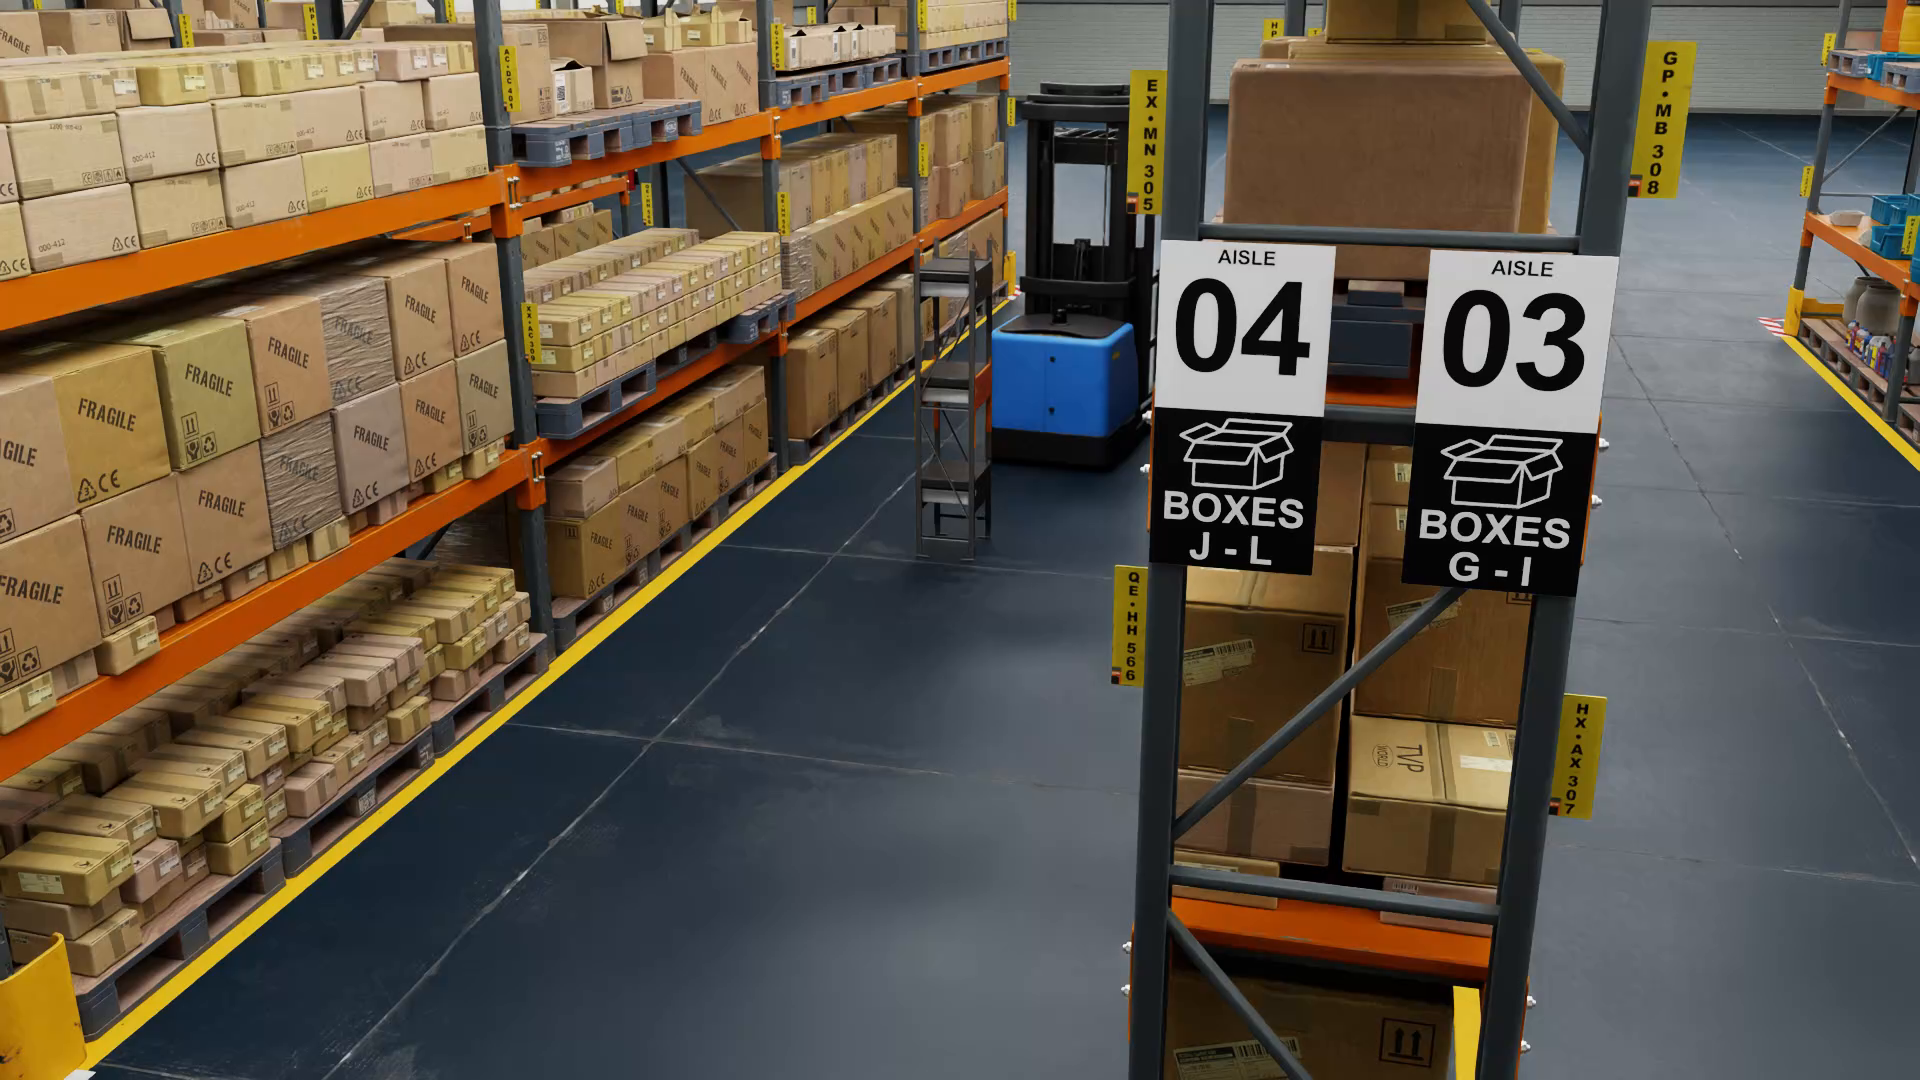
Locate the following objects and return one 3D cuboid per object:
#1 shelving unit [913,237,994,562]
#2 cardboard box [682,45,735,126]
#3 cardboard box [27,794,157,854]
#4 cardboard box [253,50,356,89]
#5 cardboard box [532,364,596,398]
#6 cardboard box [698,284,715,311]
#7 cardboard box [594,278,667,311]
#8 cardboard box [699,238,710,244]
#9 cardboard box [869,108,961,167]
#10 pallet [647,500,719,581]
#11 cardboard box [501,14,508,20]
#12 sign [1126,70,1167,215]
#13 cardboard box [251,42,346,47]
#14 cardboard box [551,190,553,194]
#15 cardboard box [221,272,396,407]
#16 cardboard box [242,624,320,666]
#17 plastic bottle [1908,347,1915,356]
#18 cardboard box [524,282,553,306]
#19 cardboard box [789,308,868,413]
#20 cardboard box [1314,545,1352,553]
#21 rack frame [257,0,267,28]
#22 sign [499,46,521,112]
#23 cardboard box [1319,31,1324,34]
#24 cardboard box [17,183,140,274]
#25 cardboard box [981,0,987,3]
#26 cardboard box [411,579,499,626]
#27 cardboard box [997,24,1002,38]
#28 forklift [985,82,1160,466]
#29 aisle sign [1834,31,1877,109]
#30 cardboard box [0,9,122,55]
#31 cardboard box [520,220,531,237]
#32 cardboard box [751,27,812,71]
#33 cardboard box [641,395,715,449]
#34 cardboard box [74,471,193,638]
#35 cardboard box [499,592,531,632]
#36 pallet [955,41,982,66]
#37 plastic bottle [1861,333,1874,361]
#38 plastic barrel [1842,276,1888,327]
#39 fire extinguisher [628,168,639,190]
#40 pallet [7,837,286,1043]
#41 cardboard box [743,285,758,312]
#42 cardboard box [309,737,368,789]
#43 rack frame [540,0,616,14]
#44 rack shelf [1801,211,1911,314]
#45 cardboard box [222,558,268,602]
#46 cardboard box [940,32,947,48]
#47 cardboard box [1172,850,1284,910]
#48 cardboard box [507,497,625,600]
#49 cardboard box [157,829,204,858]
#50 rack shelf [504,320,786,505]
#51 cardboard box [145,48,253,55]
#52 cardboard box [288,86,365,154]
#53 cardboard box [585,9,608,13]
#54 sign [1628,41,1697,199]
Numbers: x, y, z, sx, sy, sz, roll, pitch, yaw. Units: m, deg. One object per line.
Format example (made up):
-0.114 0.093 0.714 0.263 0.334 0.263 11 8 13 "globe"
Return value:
-0.040 -0.942 11.196 0.431 2.100 0.503 5 19 13 "shelving unit"
-1.870 -3.112 11.362 0.500 0.500 0.500 5 19 13 "cardboard box"
-3.414 1.141 6.546 0.380 0.149 0.250 5 19 14 "cardboard box"
-2.903 -2.075 7.323 0.380 0.149 0.250 4 19 11 "cardboard box"
-2.303 -0.915 9.465 0.380 0.149 0.250 4 19 11 "cardboard box"
-1.860 -1.627 11.090 0.380 0.149 0.250 5 20 15 "cardboard box"
-2.050 -1.523 10.324 0.380 0.149 0.250 4 19 13 "cardboard box"
-2.018 -2.212 13.367 0.500 0.500 0.500 5 19 13 "cardboard box"
-0.480 -4.290 17.705 0.875 0.550 0.550 5 19 13 "cardboard box"
-2.360 -0.056 11.526 1.003 0.211 1.213 5 19 13 "pallet"
-5.123 -5.612 17.991 0.380 0.149 0.250 5 19 13 "cardboard box"
0.440 -0.919 3.850 0.100 0.325 0.005 5 19 13 "sign"
-3.250 -2.367 8.178 0.380 0.149 0.250 4 19 11 "cardboard box"
-5.014 -4.138 19.550 0.380 0.149 0.250 5 19 13 "cardboard box"
-2.957 -0.919 7.575 0.500 0.500 0.500 5 20 15 "cardboard box"
-3.452 0.534 8.324 0.380 0.149 0.250 5 20 15 "cardboard box"
8.772 -1.641 15.385 0.152 0.276 0.135 5 19 13 "plastic bottle"
-2.742 -1.498 10.252 0.380 0.149 0.250 5 19 13 "cardboard box"
-1.421 -1.594 14.544 1.050 0.750 0.750 5 19 14 "cardboard box"
1.196 0.204 6.221 0.500 0.250 0.500 5 19 13 "cardboard box"
-9.552 -8.098 21.475 1.000 3.000 0.127 5 19 13 "rack frame"
-2.317 -2.372 8.550 0.100 0.325 0.005 5 19 13 "sign"
2.072 -2.173 7.963 0.700 0.500 0.500 5 20 15 "cardboard box"
-3.332 -1.128 5.941 0.500 0.250 0.500 5 20 15 "cardboard box"
0.085 -5.983 18.273 0.380 0.149 0.250 5 19 14 "cardboard box"
-2.703 0.336 8.904 0.380 0.149 0.250 5 19 14 "cardboard box"
0.272 -5.846 19.106 0.380 0.149 0.250 5 19 14 "cardboard box"
1.167 -2.411 14.211 1.130 2.935 3.031 6 20 18 "forklift"
9.408 -4.971 17.578 0.394 0.787 0.004 5 19 13 "aisle sign"
-6.750 -3.701 12.438 0.700 0.500 0.500 4 19 11 "cardboard box"
-5.097 -3.533 18.832 0.380 0.149 0.250 5 20 15 "cardboard box"
-1.477 -3.835 12.967 0.500 0.311 0.500 5 19 13 "cardboard box"
-2.033 -0.820 11.506 0.500 0.250 0.500 5 20 15 "cardboard box"
-3.339 0.029 6.347 0.500 0.500 0.500 5 19 13 "cardboard box"
-2.614 0.385 9.219 0.380 0.149 0.250 5 20 14 "cardboard box"
-0.380 -5.270 17.972 1.003 0.211 1.213 5 19 13 "pallet"
8.772 -1.866 16.050 0.097 0.271 0.097 0 19 0 "plastic bottle"
9.588 -2.504 17.577 0.421 0.512 0.421 0 19 0 "plastic barrel"
-4.263 -4.831 21.312 0.296 0.674 0.183 5 19 13 "fire extinguisher"
-3.571 1.550 6.824 1.003 0.211 1.213 5 19 13 "pallet"
-1.667 -1.732 11.858 0.380 0.149 0.250 5 19 14 "cardboard box"
-3.019 1.031 7.789 0.380 0.149 0.250 5 19 13 "cardboard box"
-4.738 -7.708 20.331 1.000 3.000 0.127 5 19 13 "rack frame"
9.186 -2.727 16.145 1.077 0.370 4.000 5 19 13 "rack shelf"
-3.177 0.135 7.039 0.380 0.149 0.250 4 19 12 "cardboard box"
-0.348 -5.049 16.772 0.380 0.149 0.250 5 19 13 "cardboard box"
0.730 0.910 4.771 0.380 0.149 0.250 5 19 14 "cardboard box"
-2.407 0.025 10.190 0.500 0.500 0.500 5 20 16 "cardboard box"
-3.350 1.206 6.816 0.380 0.149 0.250 5 19 14 "cardboard box"
-2.356 -1.035 11.189 1.077 0.370 4.000 5 19 13 "rack shelf"
-3.407 -2.123 7.465 0.380 0.149 0.250 4 19 12 "cardboard box"
-2.972 -1.843 7.259 0.500 0.250 0.500 5 20 16 "cardboard box"
-4.534 -6.417 20.349 0.380 0.149 0.250 5 19 14 "cardboard box"
1.499 -0.896 3.554 0.100 0.325 0.005 5 19 13 "sign"
